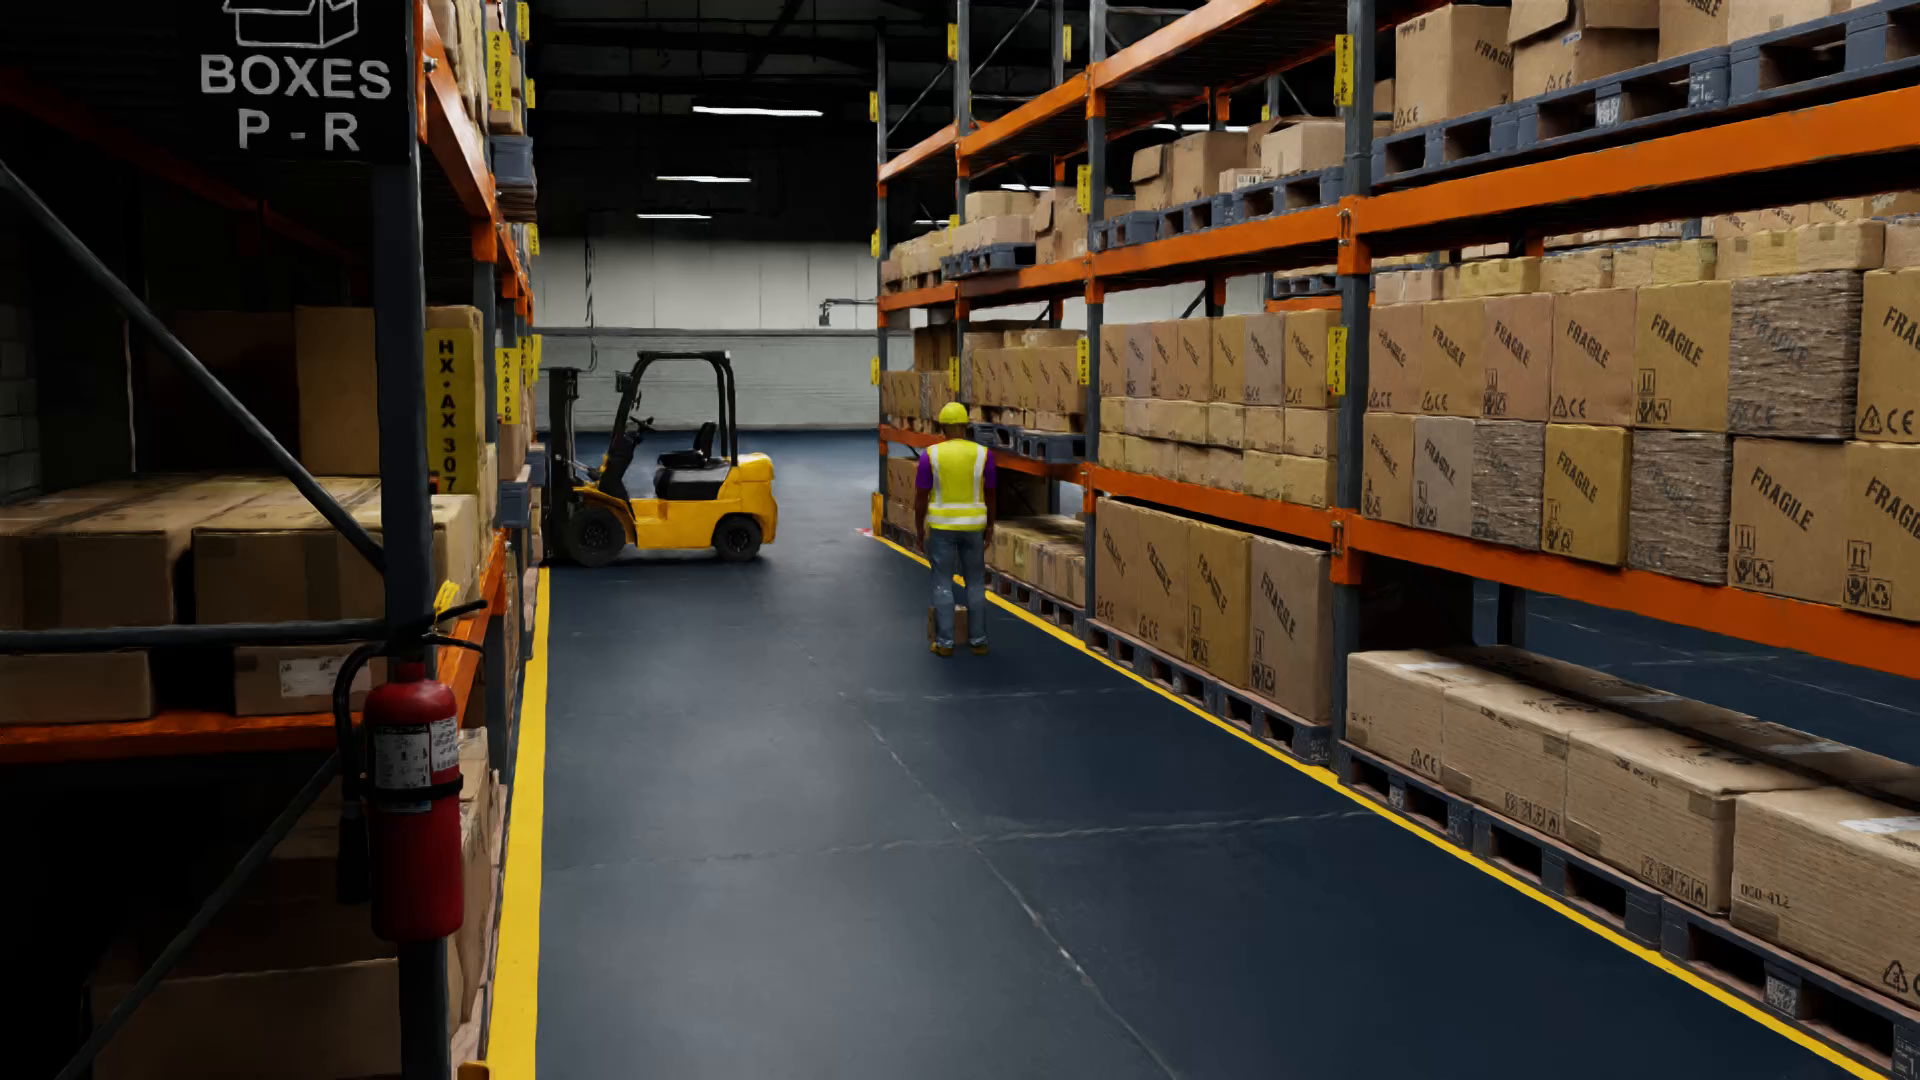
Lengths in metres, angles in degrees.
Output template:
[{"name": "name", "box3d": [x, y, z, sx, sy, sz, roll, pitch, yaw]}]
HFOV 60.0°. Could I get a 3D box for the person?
[{"name": "person", "box3d": [-0.036, -0.084, 11.629, 0.577, 1.766, 0.406, -1, 6, -7]}]
